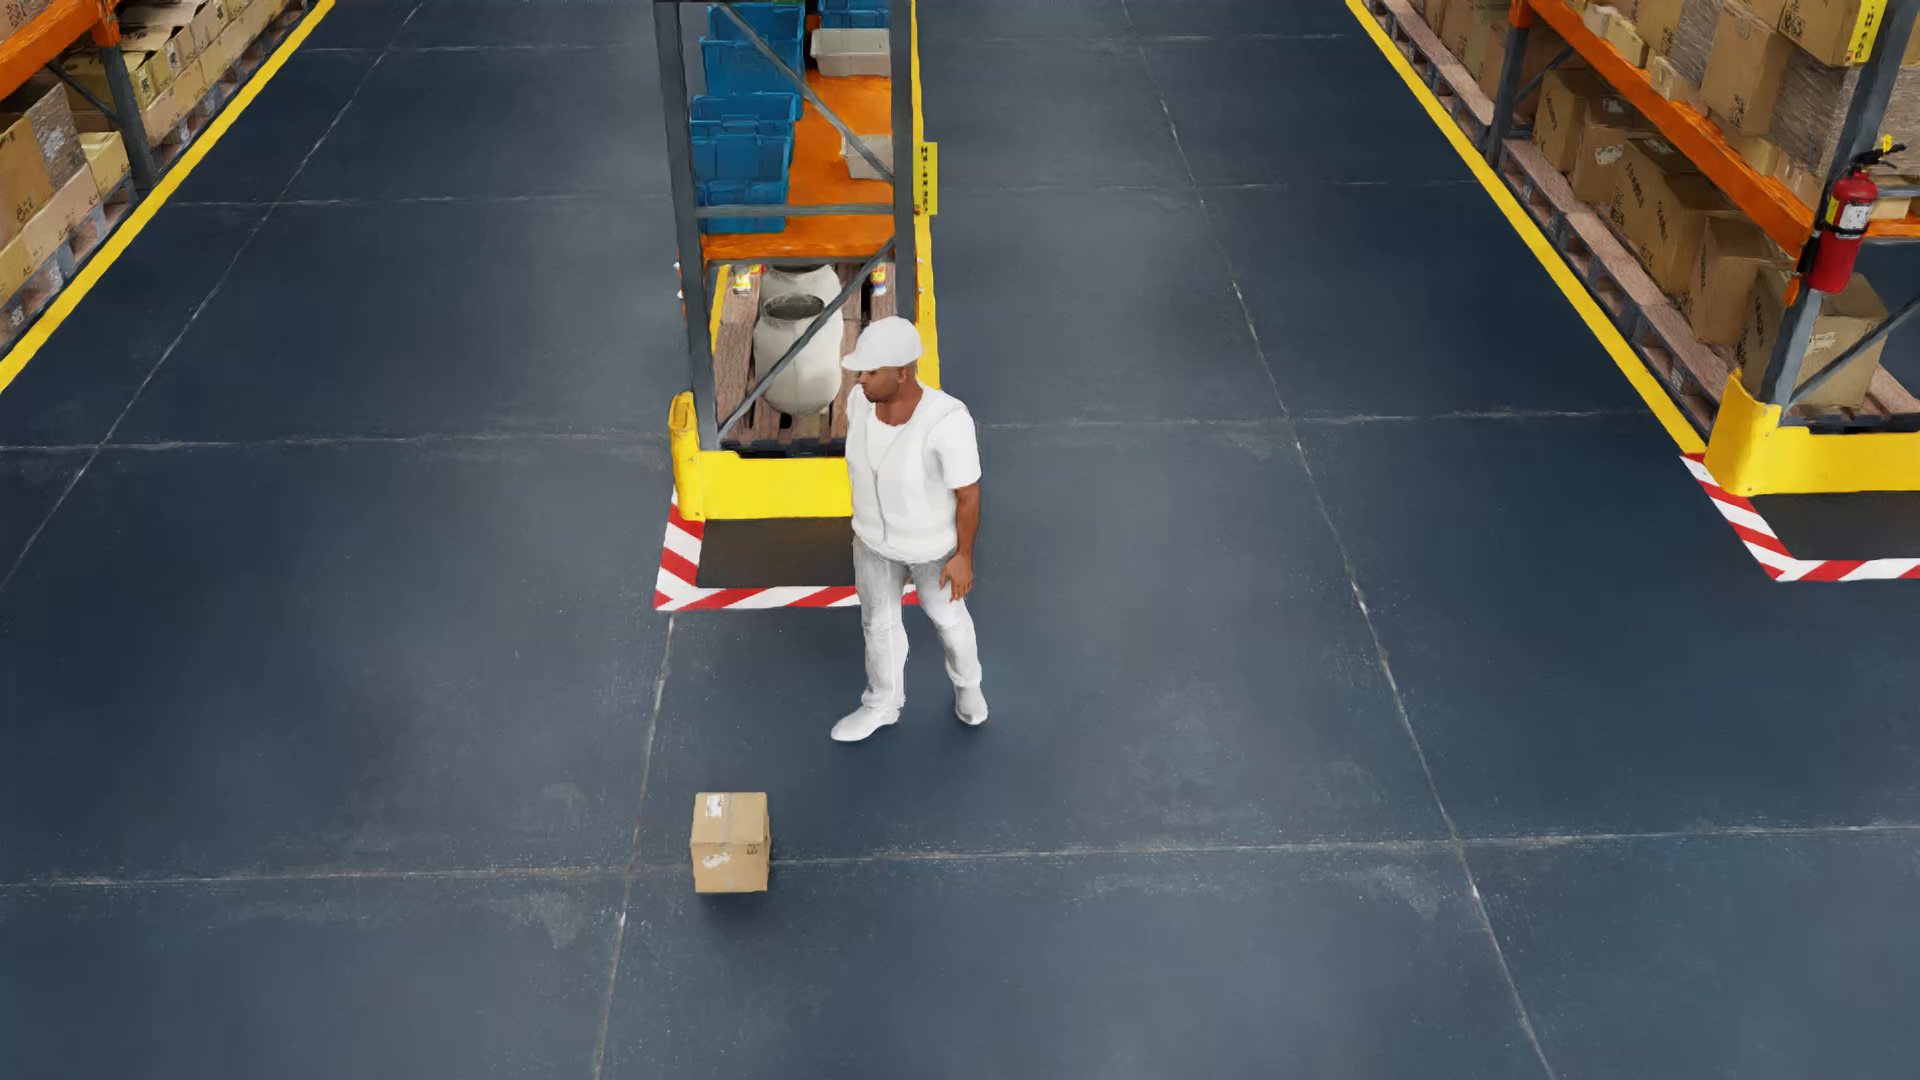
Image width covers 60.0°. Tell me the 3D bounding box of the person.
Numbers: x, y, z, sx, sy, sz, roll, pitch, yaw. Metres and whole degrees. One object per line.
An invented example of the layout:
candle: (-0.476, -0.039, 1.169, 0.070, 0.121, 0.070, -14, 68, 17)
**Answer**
person: (-0.192, -0.018, 6.143, 0.591, 1.771, 0.582, 19, 39, 24)
